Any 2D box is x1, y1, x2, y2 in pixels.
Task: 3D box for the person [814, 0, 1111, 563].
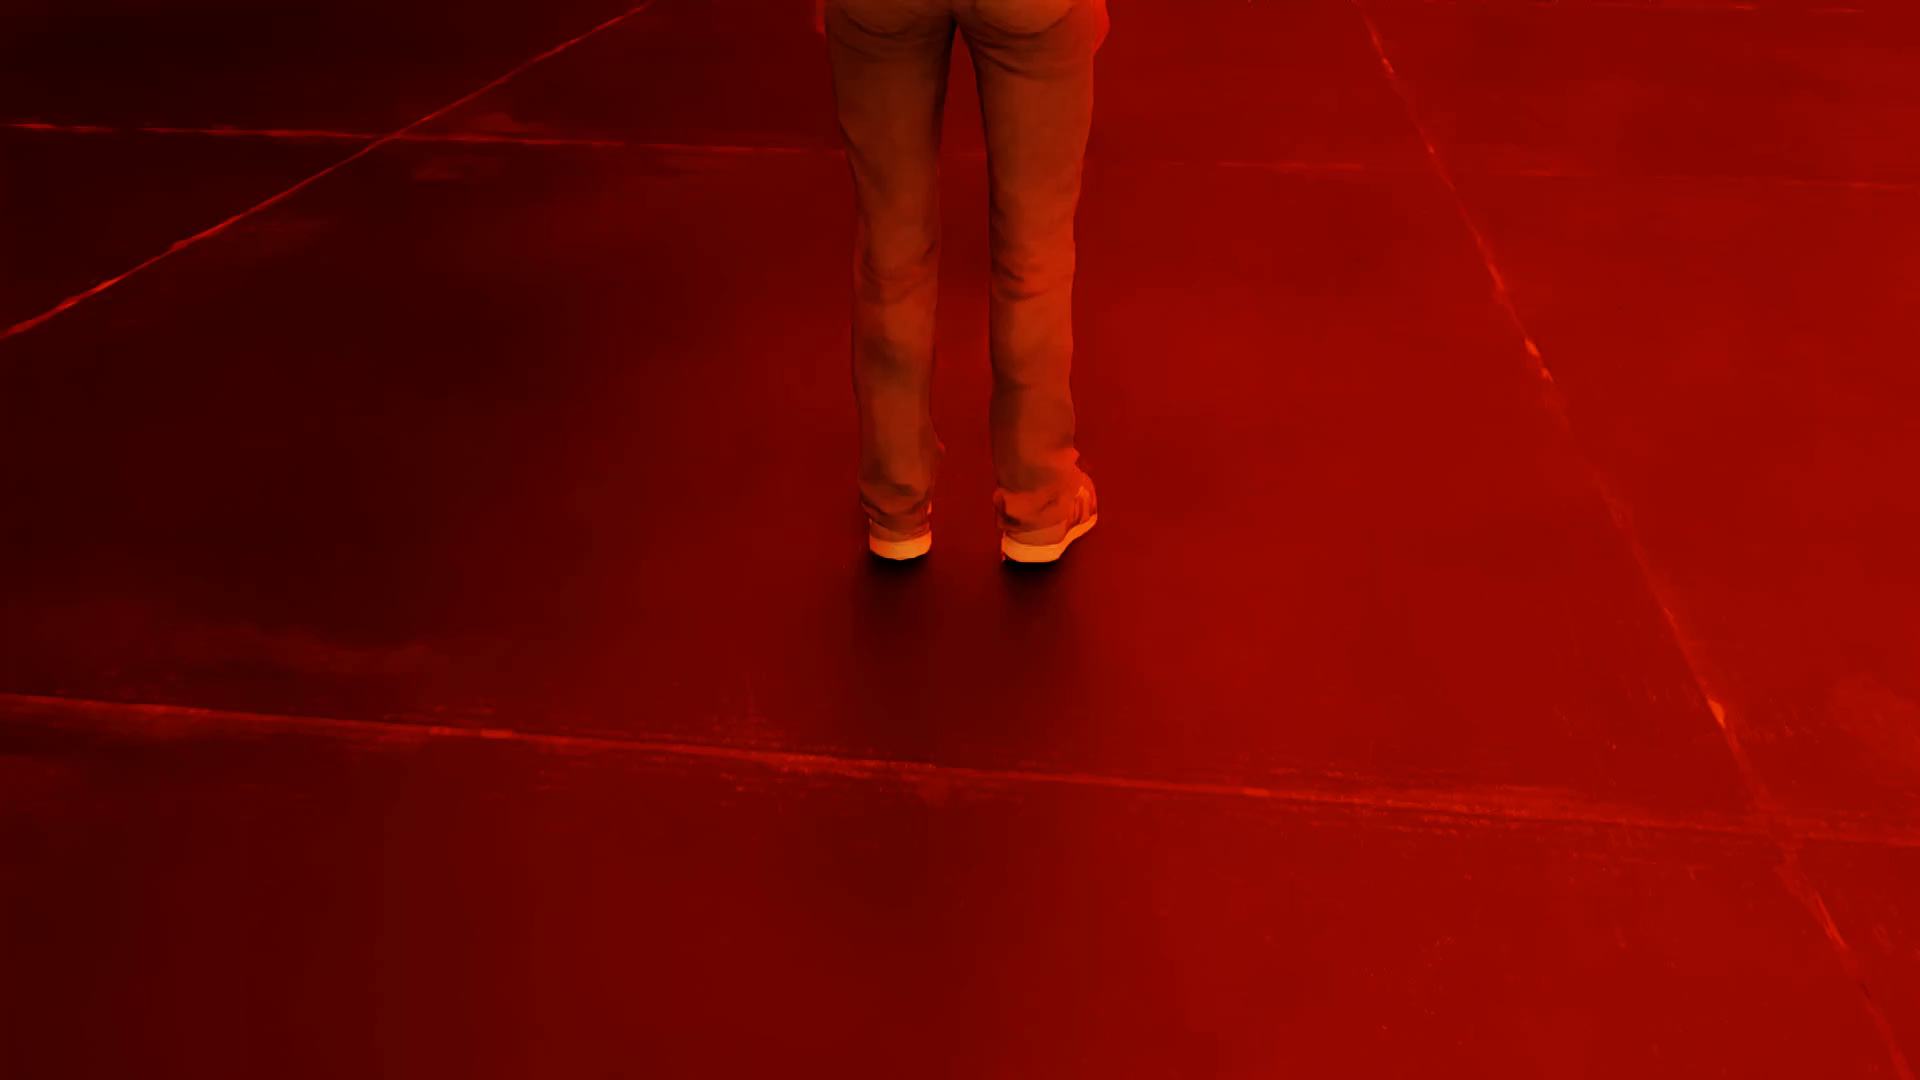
[{"bbox_3d":[0.001,-0.720,2.151,0.405,1.604,0.310,3,27,7],"label":"person"}]
